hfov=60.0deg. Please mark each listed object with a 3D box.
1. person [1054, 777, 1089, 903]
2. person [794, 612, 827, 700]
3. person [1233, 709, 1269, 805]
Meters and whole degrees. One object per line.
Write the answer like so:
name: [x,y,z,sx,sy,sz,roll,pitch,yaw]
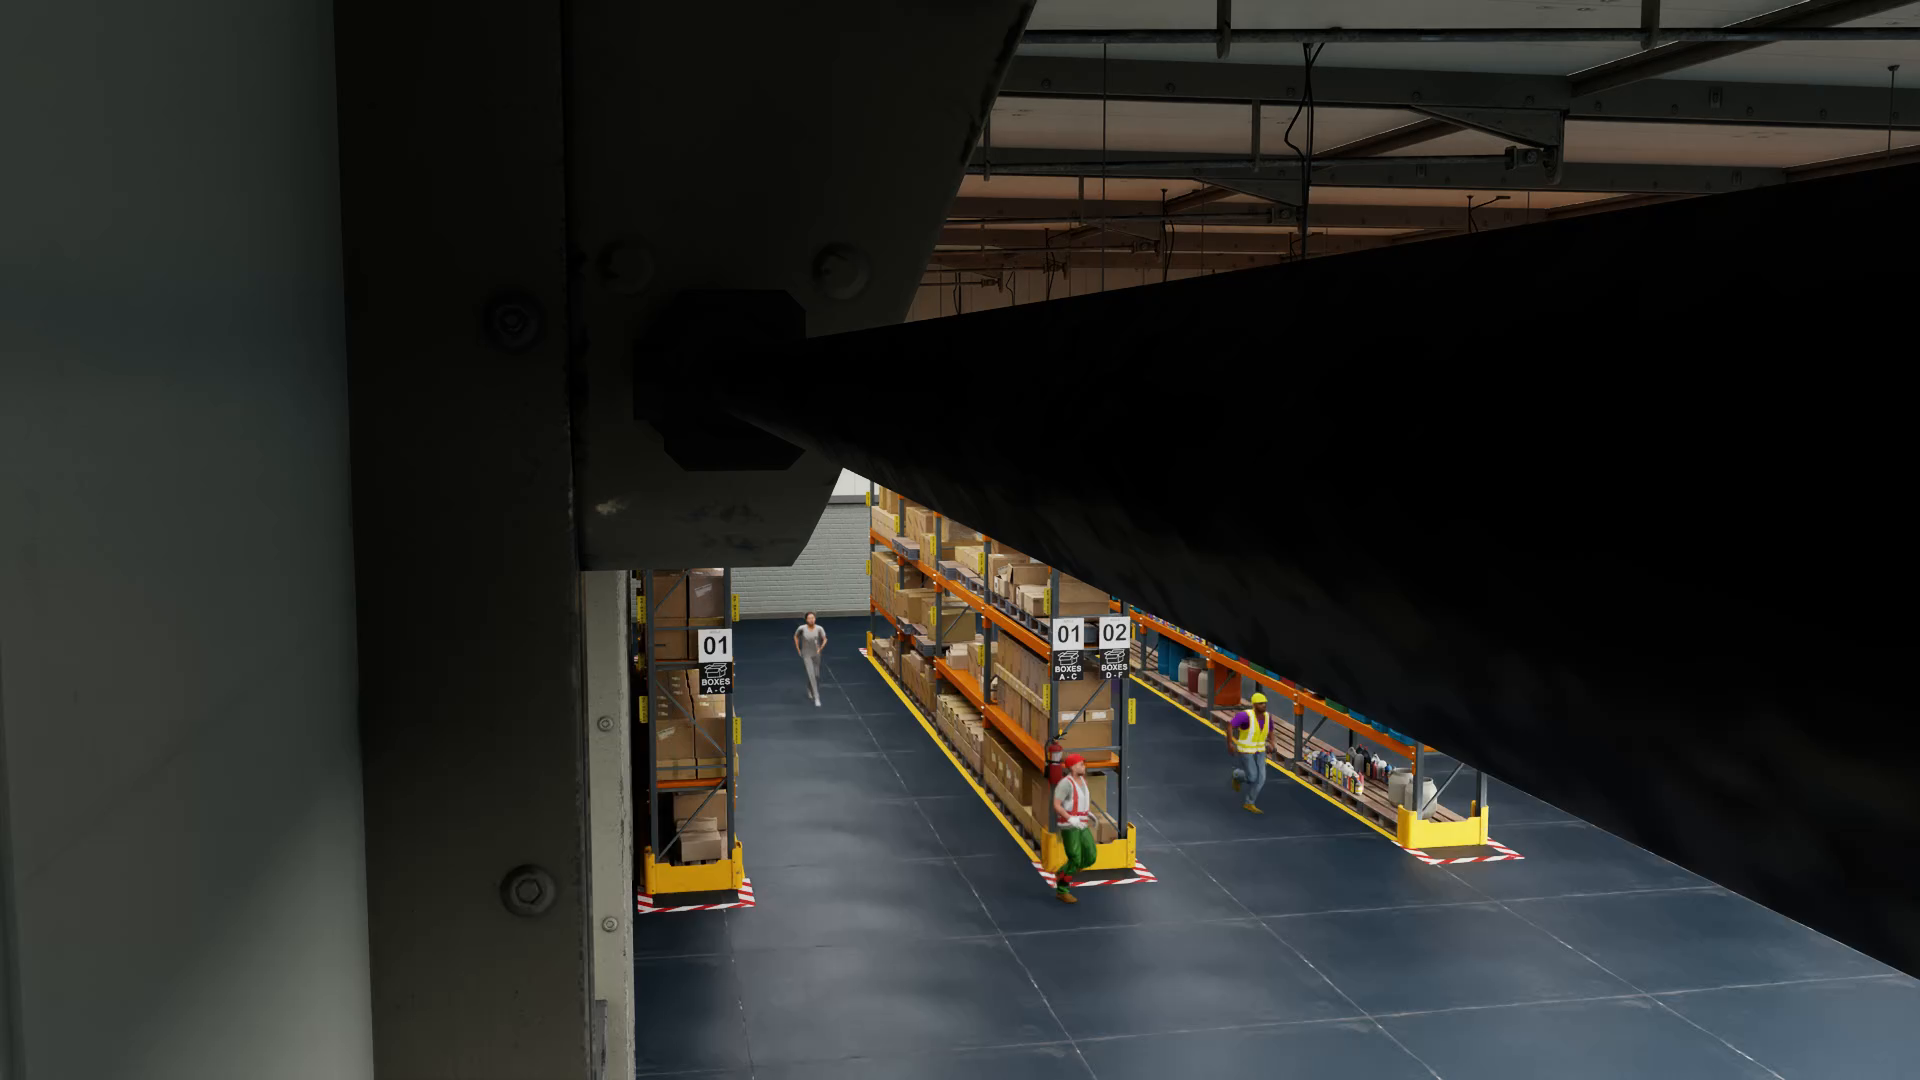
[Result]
person: [1.334,3.532,19.846,0.382,1.473,0.671,4,7,35]
person: [-2.690,2.065,29.999,0.588,1.585,0.680,-1,6,-13]
person: [4.164,3.090,23.809,0.464,1.413,0.536,-3,7,-26]
